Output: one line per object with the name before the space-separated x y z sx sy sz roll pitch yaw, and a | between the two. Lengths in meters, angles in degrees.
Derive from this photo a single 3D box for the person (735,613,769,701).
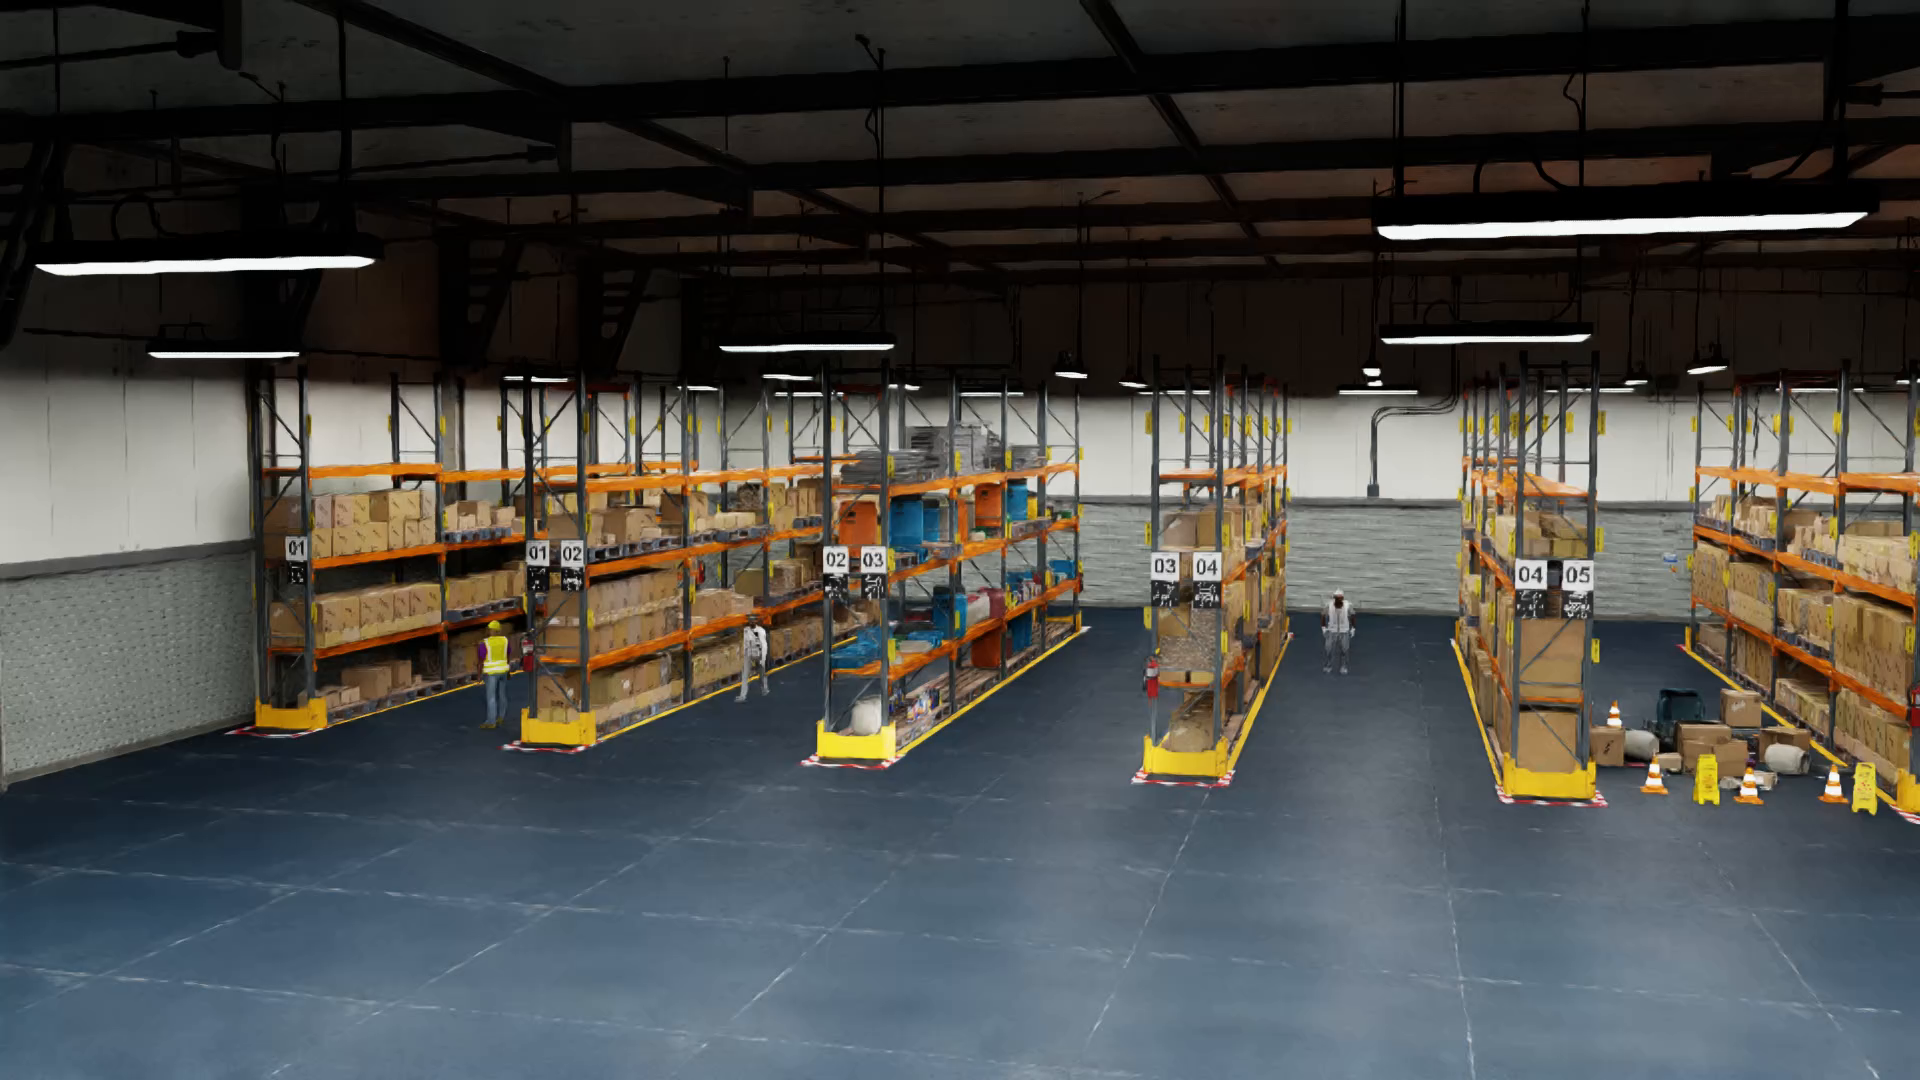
person | -3.738 2.102 30.260 0.488 1.590 1.089 1 4 12

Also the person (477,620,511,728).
person | -7.748 2.204 27.571 0.625 1.765 0.497 -4 6 -44

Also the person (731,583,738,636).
person | -5.021 1.487 38.632 0.682 1.715 0.542 1 4 13

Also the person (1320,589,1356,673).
person | 7.606 1.837 33.469 0.702 1.734 0.549 1 4 13
